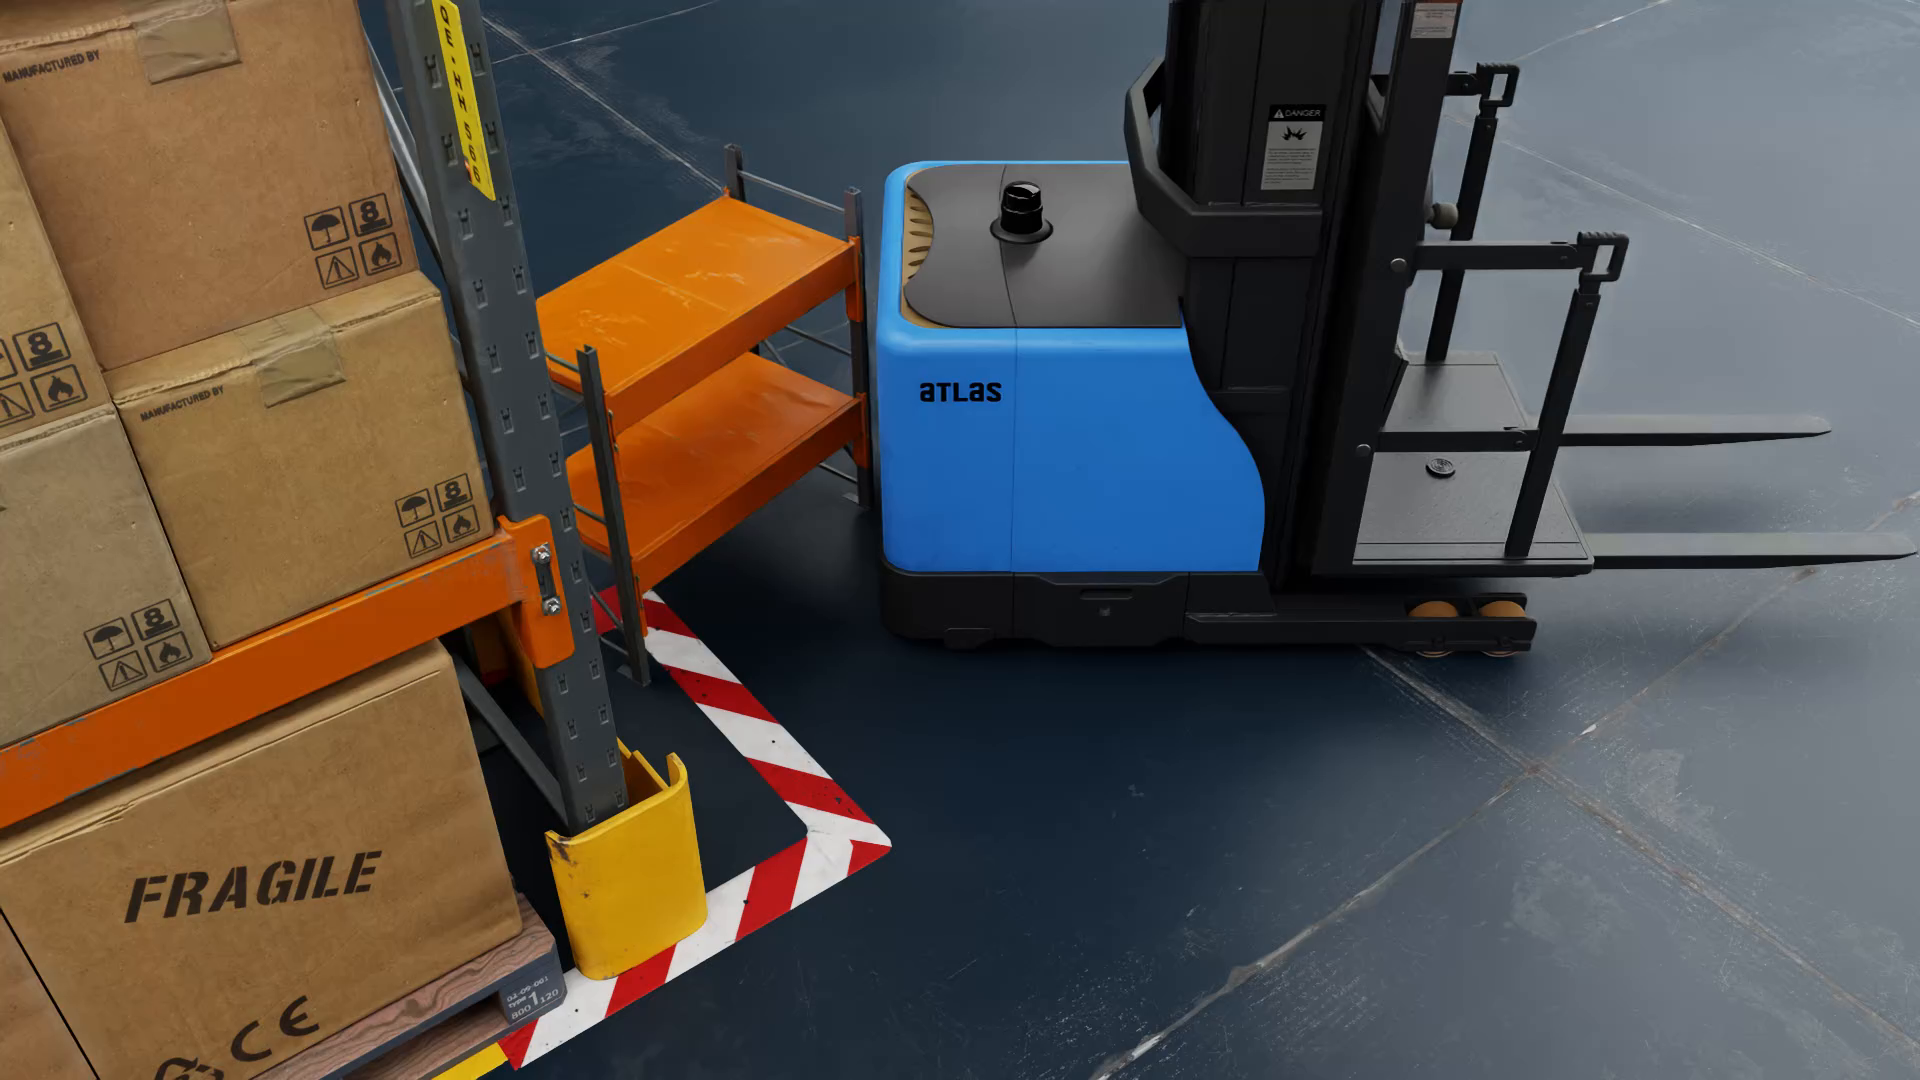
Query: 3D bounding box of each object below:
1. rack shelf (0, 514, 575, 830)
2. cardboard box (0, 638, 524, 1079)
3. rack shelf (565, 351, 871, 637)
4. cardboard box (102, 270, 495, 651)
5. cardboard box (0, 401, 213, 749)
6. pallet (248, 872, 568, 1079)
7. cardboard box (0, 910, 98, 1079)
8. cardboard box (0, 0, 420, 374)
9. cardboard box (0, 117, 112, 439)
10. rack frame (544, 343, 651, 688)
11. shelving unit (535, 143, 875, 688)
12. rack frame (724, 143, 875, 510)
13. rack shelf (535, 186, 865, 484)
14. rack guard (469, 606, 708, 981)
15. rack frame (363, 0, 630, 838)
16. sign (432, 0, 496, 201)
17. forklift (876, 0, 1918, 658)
[{"bbox_3d":[-2.696,0.609,2.710,4.000,0.370,1.077,-26,46,-28],"label":"rack shelf"},{"bbox_3d":[-1.607,0.512,3.605,0.875,0.875,0.875,-26,46,-28],"label":"cardboard box"},{"bbox_3d":[-0.789,-0.186,4.975,0.538,0.278,1.000,25,46,28],"label":"rack shelf"},{"bbox_3d":[-1.376,-0.334,3.174,0.550,0.550,0.875,-26,46,-28],"label":"cardboard box"},{"bbox_3d":[-1.799,-0.110,2.901,0.550,0.550,0.875,-26,46,-28],"label":"cardboard box"},{"bbox_3d":[-1.696,0.984,3.884,1.213,0.211,1.003,-26,46,-28],"label":"pallet"},{"bbox_3d":[-2.304,0.853,3.189,0.875,0.875,0.875,-27,46,-29],"label":"cardboard box"},{"bbox_3d":[-1.428,-0.794,2.883,0.550,0.550,0.875,-26,46,-28],"label":"cardboard box"},{"bbox_3d":[-1.808,-0.535,2.567,0.550,0.550,0.875,-26,46,-28],"label":"cardboard box"},{"bbox_3d":[-1.092,-0.116,4.505,0.500,1.125,0.032,25,46,28],"label":"rack frame"},{"bbox_3d":[-0.789,-0.375,4.820,0.538,1.125,1.048,25,46,28],"label":"shelving unit"},{"bbox_3d":[-0.485,-0.633,5.135,0.500,1.125,0.032,25,46,28],"label":"rack frame"},{"bbox_3d":[-0.789,-0.601,4.634,0.538,0.278,1.000,25,46,28],"label":"rack shelf"},{"bbox_3d":[-1.091,0.515,4.228,0.348,0.500,1.175,-26,46,-28],"label":"rack guard"},{"bbox_3d":[-1.110,-0.442,3.424,0.127,3.000,1.000,-26,46,-28],"label":"rack frame"},{"bbox_3d":[-0.790,-0.703,2.642,0.005,0.325,0.100,-26,46,-28],"label":"sign"},{"bbox_3d":[1.283,-1.131,4.318,3.031,2.935,1.130,0,39,0],"label":"forklift"}]
